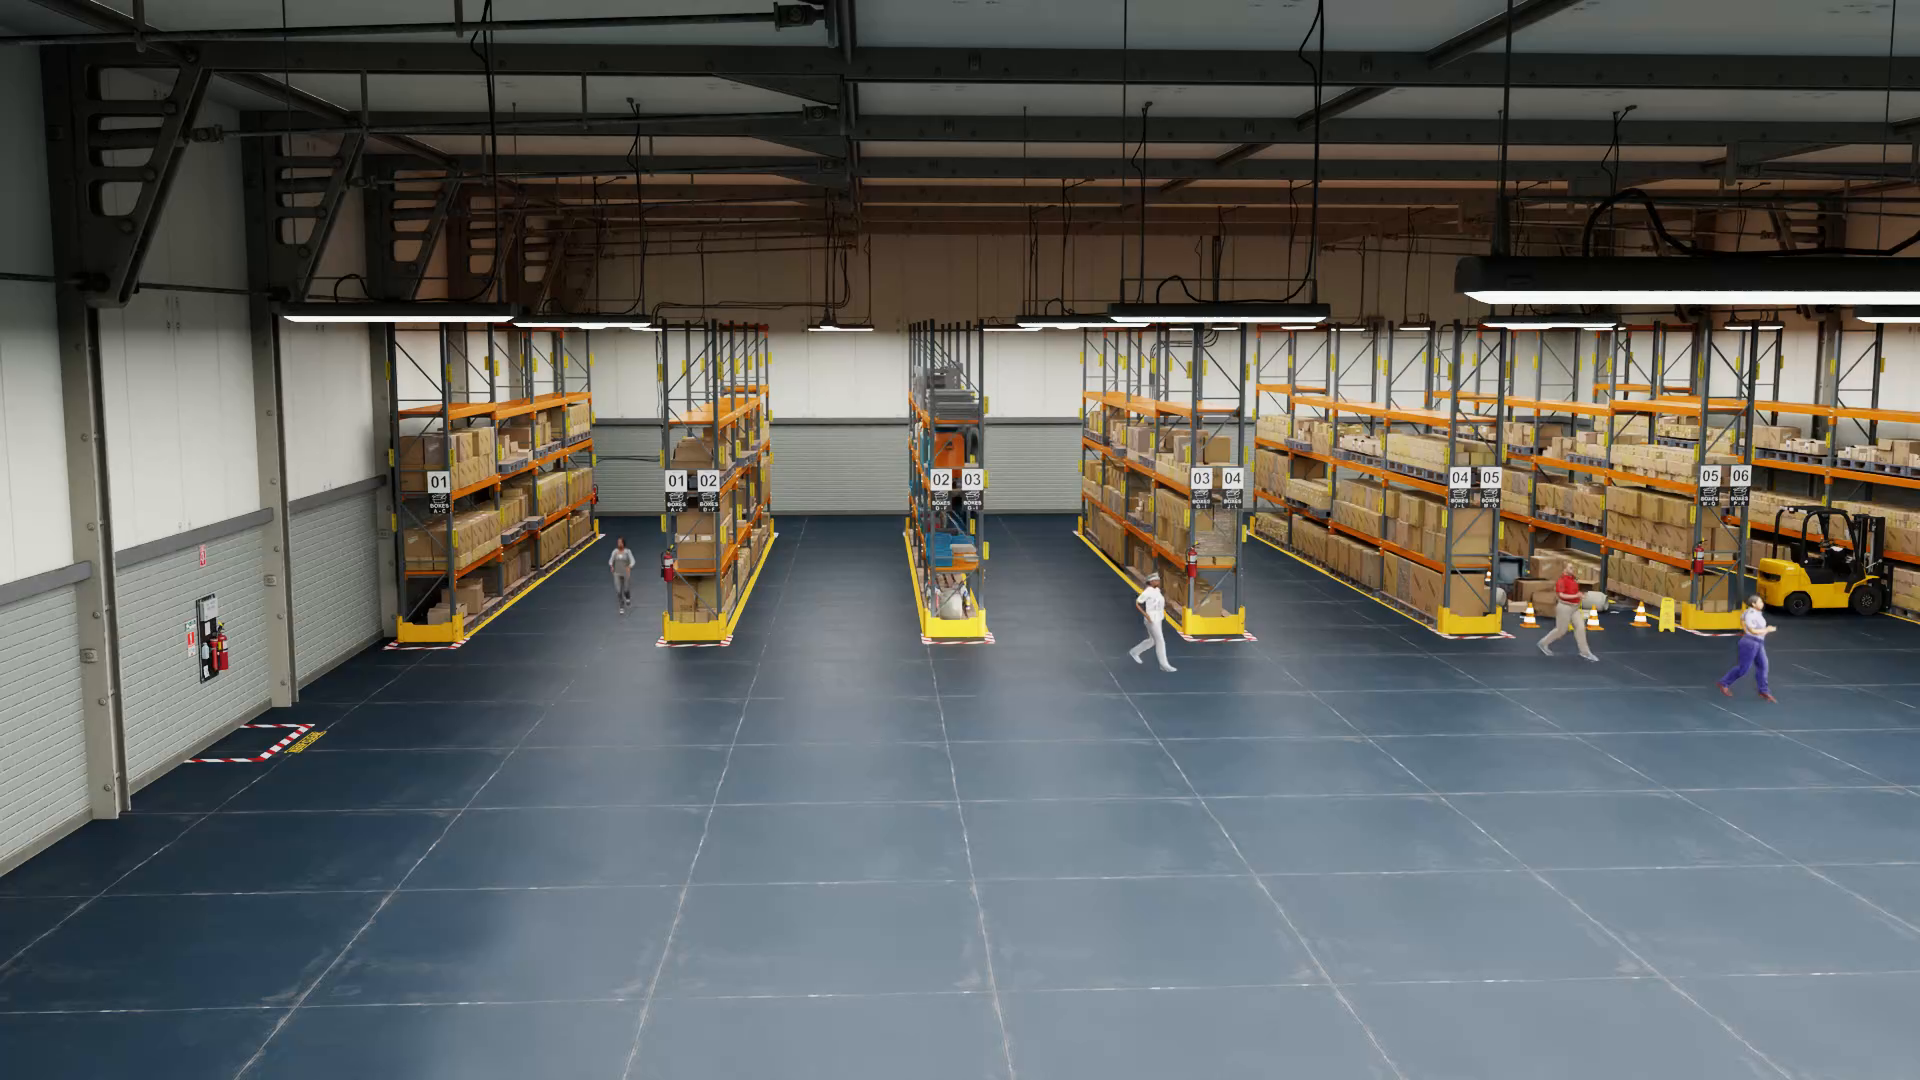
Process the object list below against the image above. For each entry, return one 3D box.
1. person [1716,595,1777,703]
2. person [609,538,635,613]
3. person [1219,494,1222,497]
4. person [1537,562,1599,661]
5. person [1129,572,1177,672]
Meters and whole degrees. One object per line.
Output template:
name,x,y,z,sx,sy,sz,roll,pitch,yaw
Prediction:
person,12.353,1.685,26.027,0.874,1.677,0.624,5,9,36
person,-6.984,0.720,34.322,0.534,1.547,0.565,-1,7,-4
person,7.414,-0.784,45.783,0.666,1.756,0.945,0,7,1
person,10.752,1.240,29.323,0.671,1.715,1.036,-7,10,-44
person,3.287,1.372,28.360,0.933,1.678,0.581,4,8,30
